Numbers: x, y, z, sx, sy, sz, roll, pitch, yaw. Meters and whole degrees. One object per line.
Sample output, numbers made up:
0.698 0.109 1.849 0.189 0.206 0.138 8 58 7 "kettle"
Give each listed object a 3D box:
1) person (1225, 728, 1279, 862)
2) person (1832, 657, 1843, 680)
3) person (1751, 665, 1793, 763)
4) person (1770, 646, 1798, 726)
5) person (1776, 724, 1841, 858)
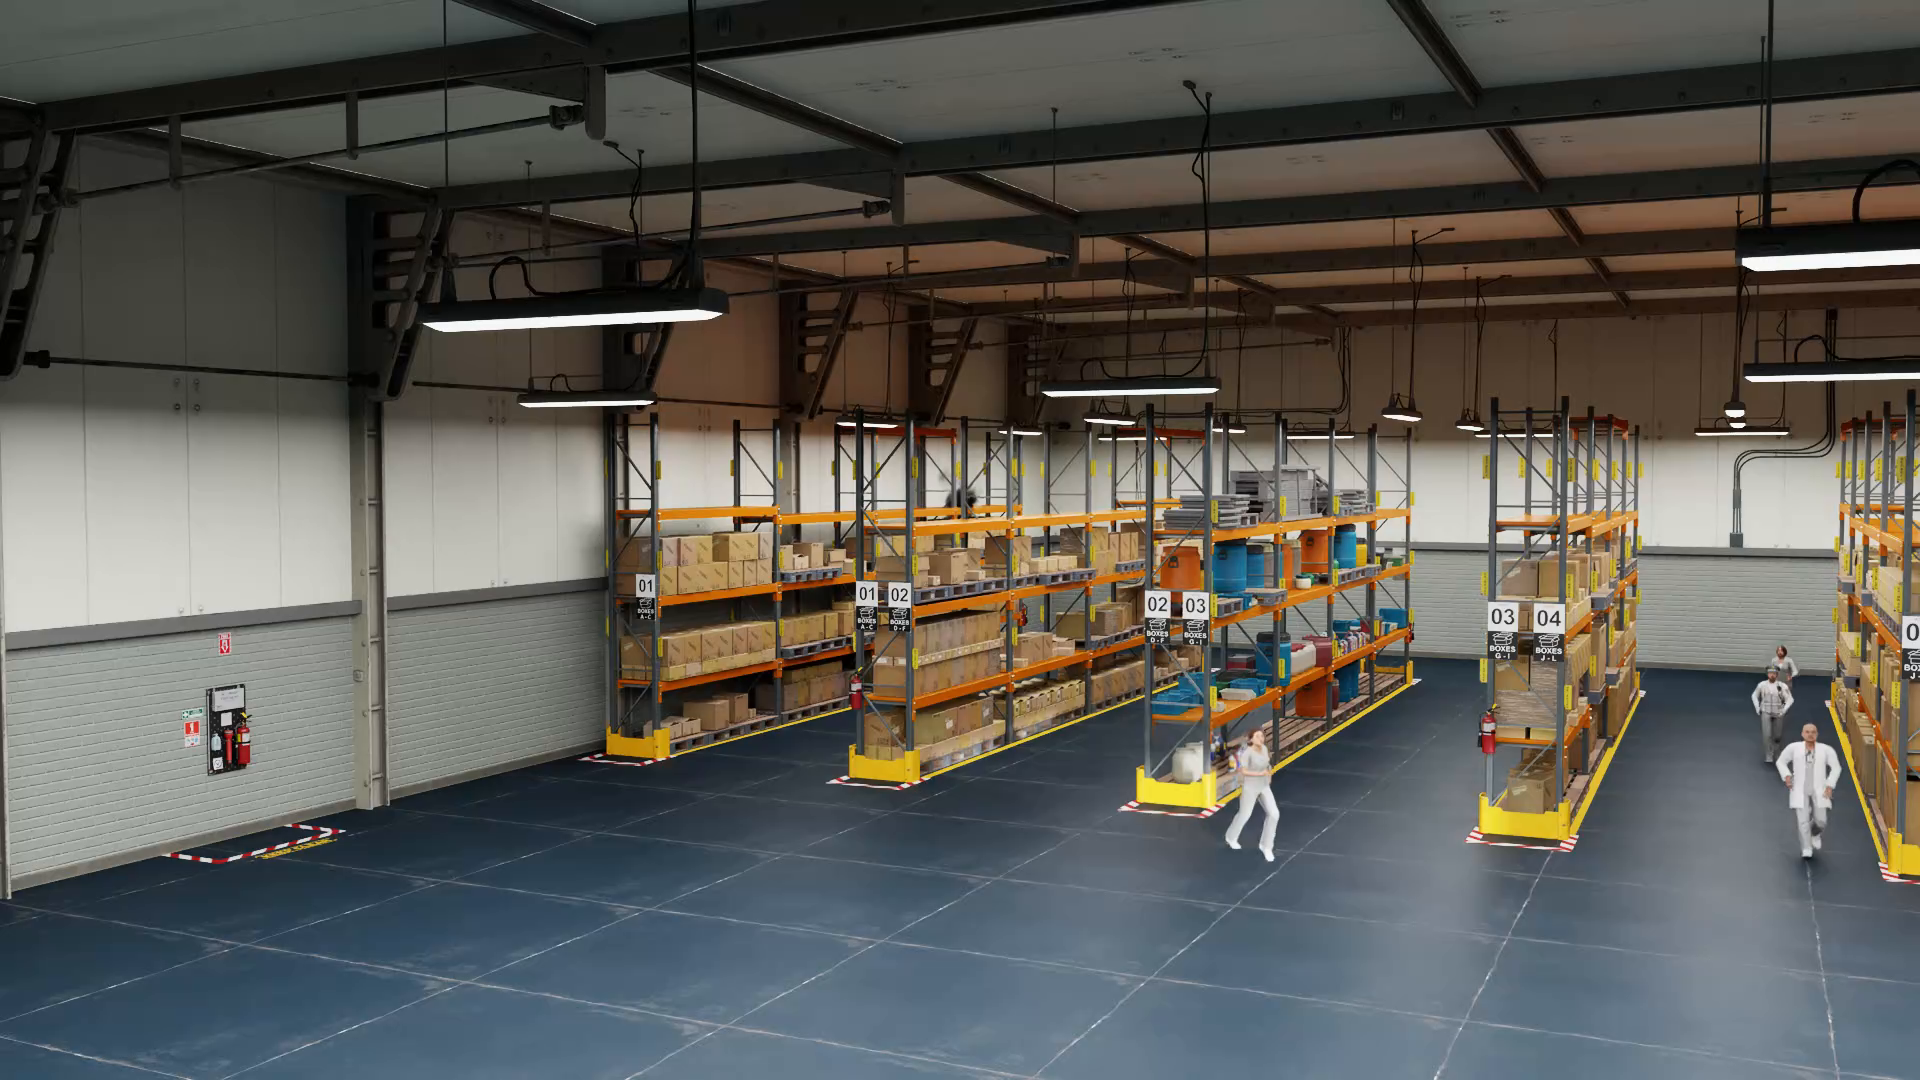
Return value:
3.809 3.248 21.520 0.570 1.677 0.881 -1 3 -26 "person"
19.216 2.638 36.006 0.538 1.727 0.714 1 3 17 "person"
13.964 2.963 28.598 0.654 1.652 0.740 1 3 28 "person"
16.075 2.857 32.507 0.533 1.590 0.697 1 3 30 "person"
10.930 3.239 21.436 0.750 1.743 0.585 1 3 27 "person"
